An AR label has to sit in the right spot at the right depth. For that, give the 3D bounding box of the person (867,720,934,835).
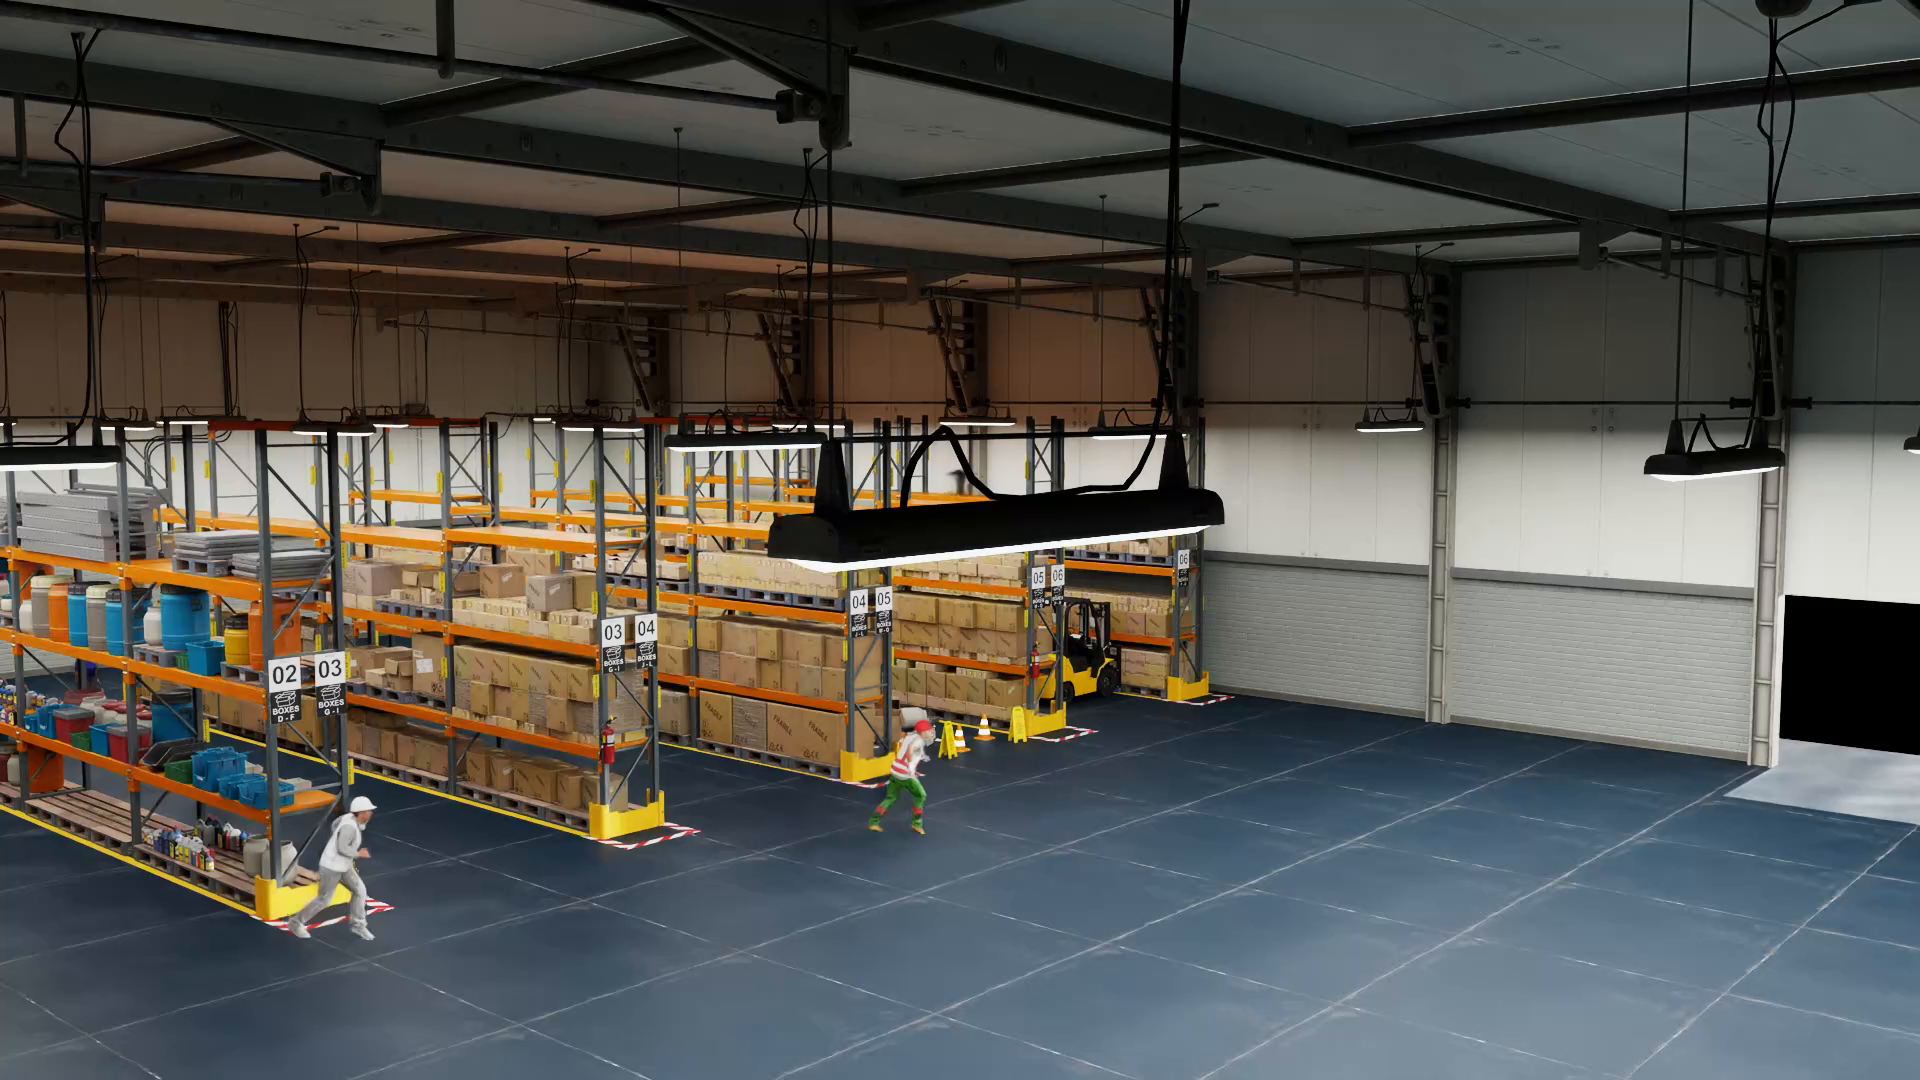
[{"bbox_3d":[-0.854,3.506,24.186,1.031,1.732,0.713,-2,5,-22],"label":"person"}]

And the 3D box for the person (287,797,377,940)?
[{"bbox_3d":[-7.372,3.886,19.527,1.034,1.736,0.691,-1,5,-12],"label":"person"}]

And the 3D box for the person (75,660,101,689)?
[{"bbox_3d":[-17.297,2.822,32.846,0.699,1.564,0.559,2,5,22],"label":"person"}]
